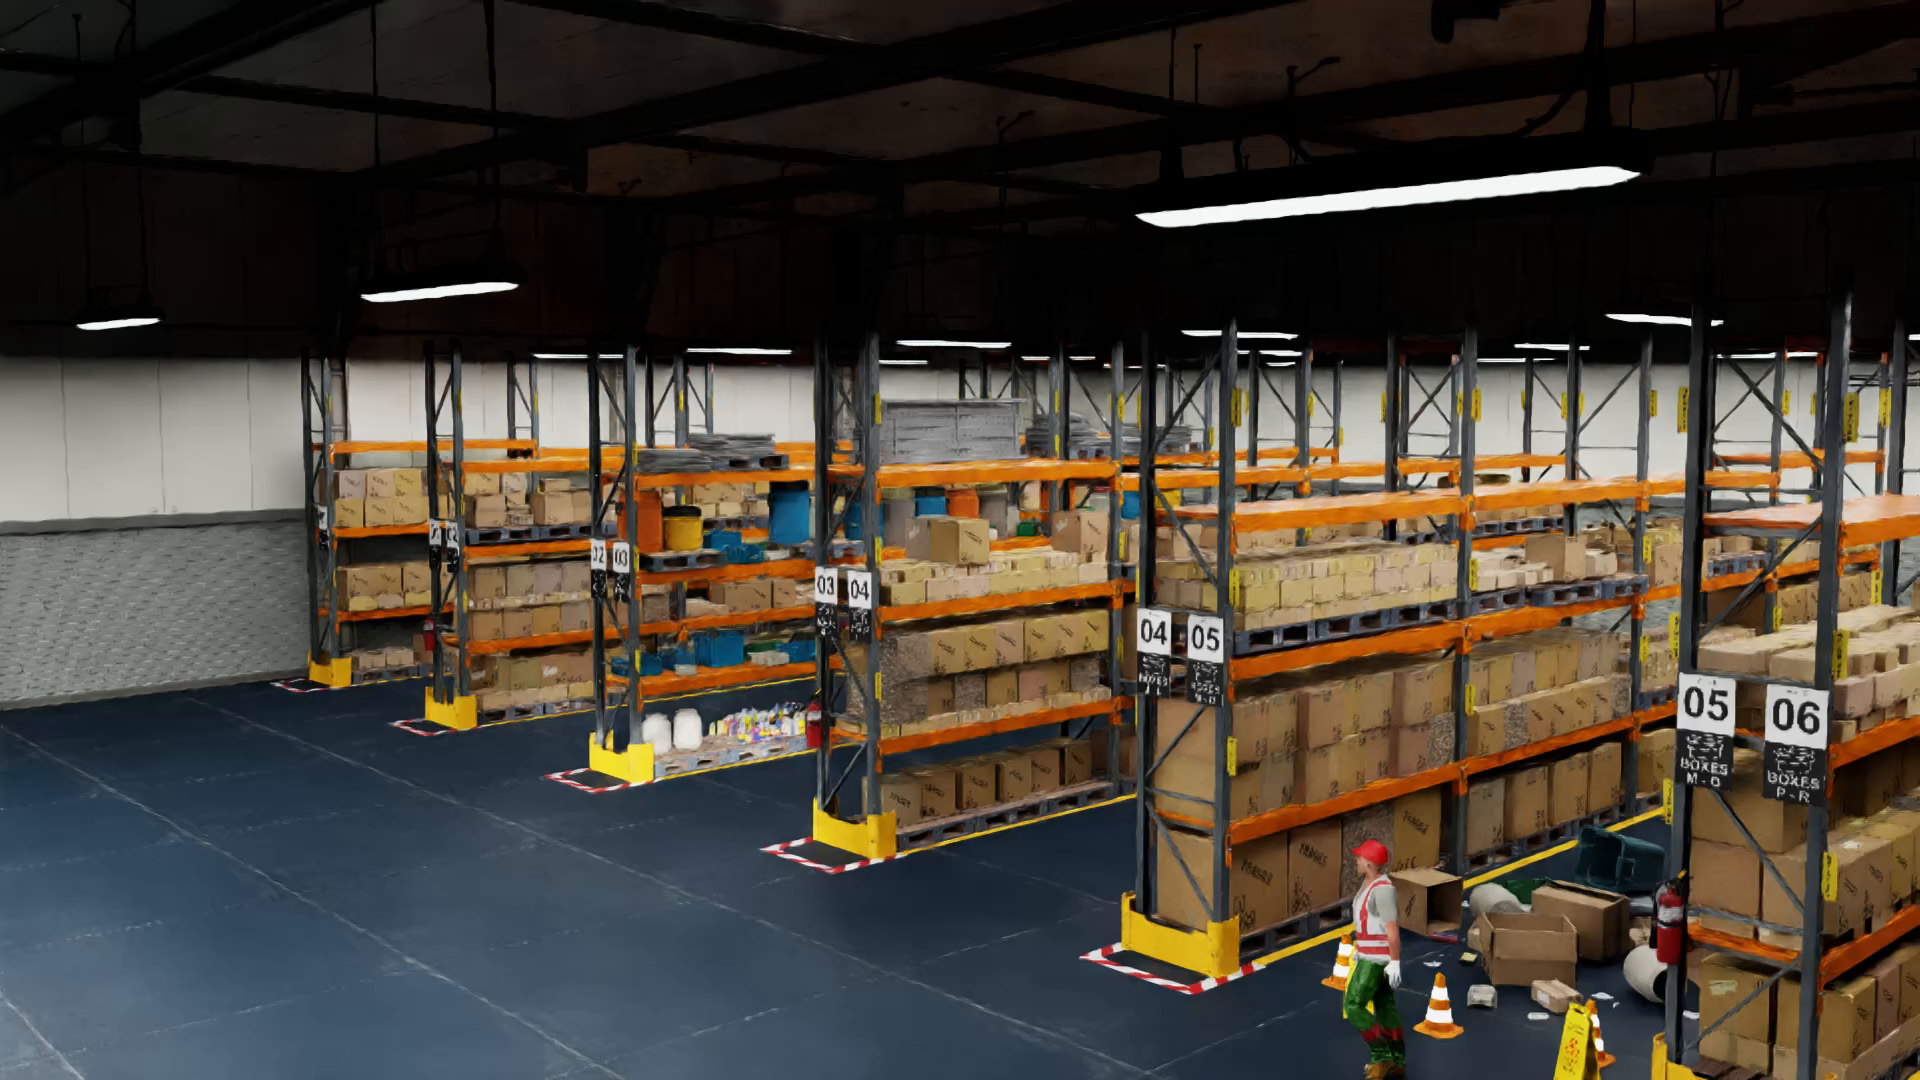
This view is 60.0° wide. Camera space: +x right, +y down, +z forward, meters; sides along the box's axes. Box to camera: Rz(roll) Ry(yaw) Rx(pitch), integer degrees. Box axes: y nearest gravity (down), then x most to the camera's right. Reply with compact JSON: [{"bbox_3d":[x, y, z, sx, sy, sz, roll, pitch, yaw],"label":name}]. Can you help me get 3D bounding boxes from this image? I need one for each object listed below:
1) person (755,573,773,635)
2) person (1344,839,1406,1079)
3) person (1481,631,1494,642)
[{"bbox_3d":[-3.804,1.472,32.349,0.415,1.677,0.537,1,5,16],"label":"person"},{"bbox_3d":[3.143,3.158,12.571,0.481,1.775,0.640,1,5,9],"label":"person"},{"bbox_3d":[7.697,2.149,24.362,0.626,1.718,0.576,-1,5,-14],"label":"person"}]
